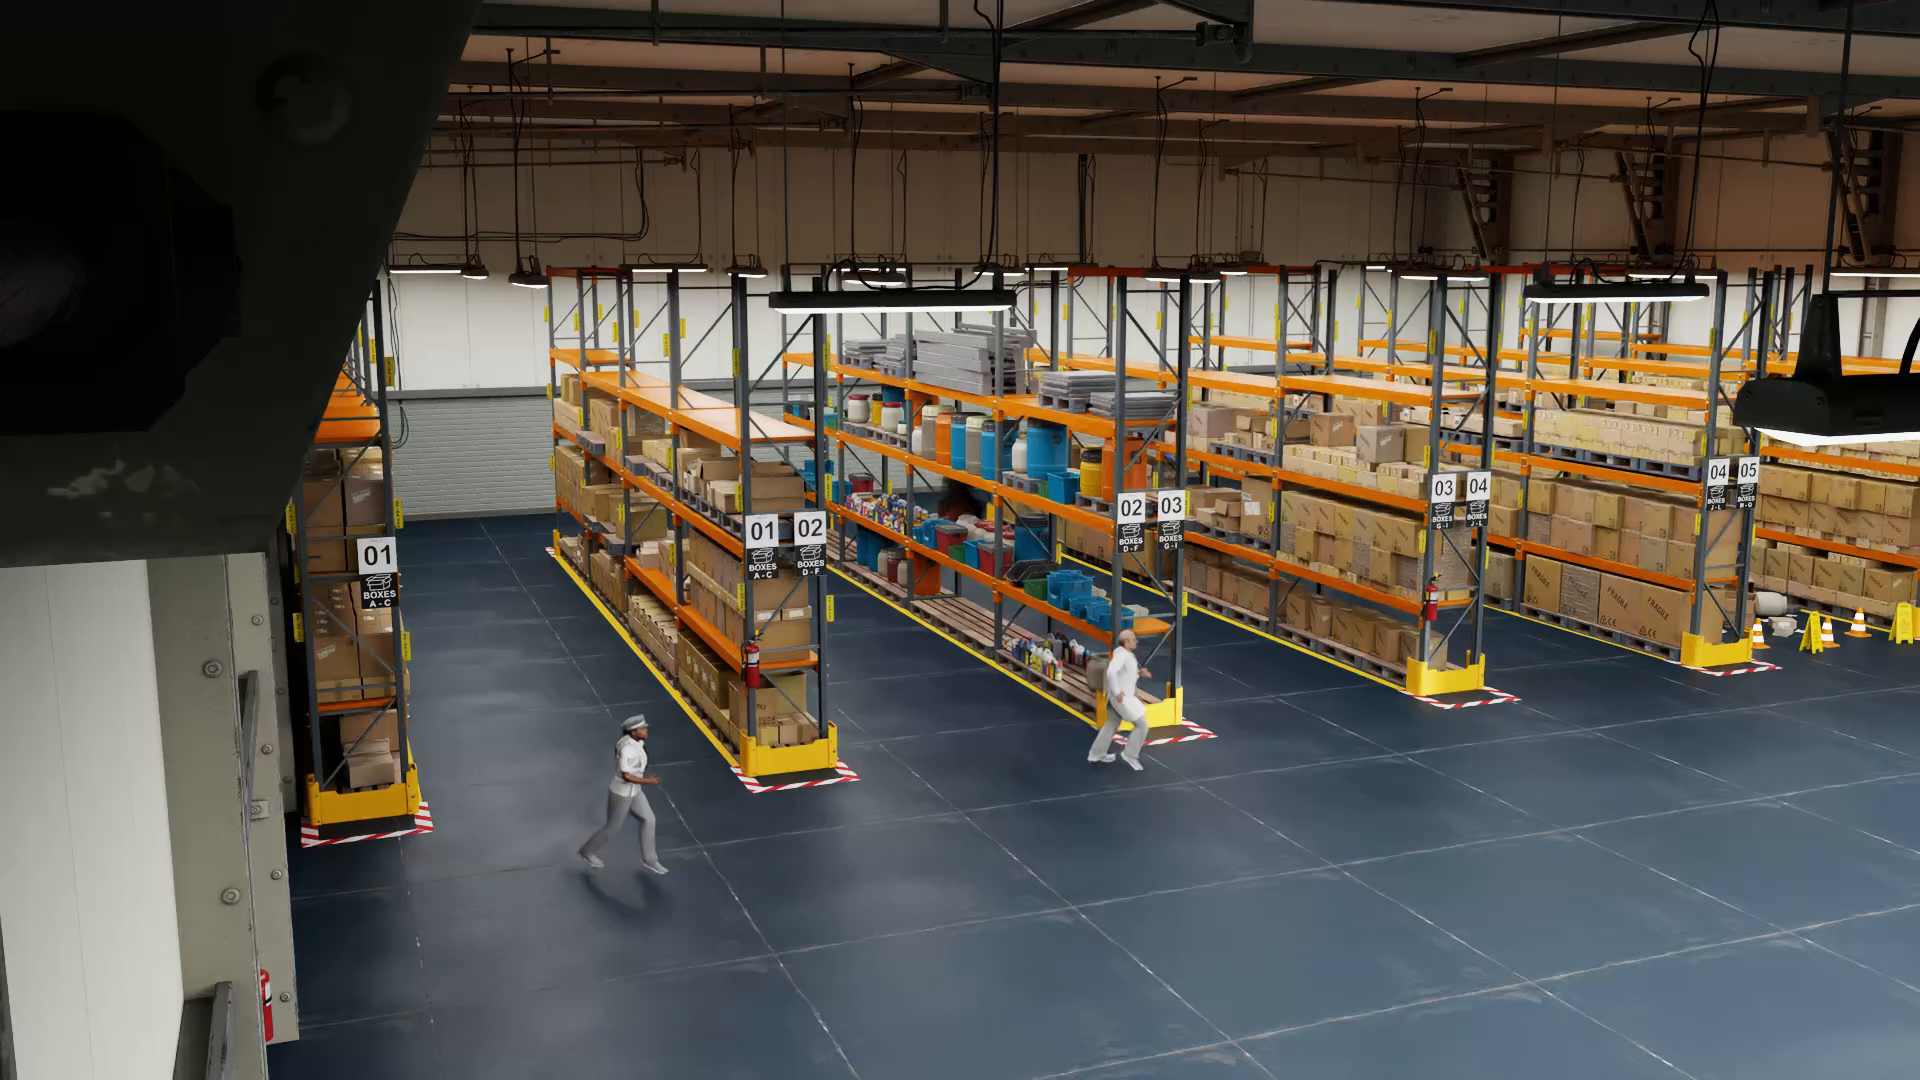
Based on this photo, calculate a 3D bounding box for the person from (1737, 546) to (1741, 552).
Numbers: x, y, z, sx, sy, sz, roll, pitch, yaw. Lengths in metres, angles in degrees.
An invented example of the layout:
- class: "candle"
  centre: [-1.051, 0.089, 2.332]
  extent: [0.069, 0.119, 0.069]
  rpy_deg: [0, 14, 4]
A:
- class: "person"
  centre: [15.490, -0.238, 33.523]
  extent: [0.735, 1.567, 0.884]
  rpy_deg: [-8, 13, -38]

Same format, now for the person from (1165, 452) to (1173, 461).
- class: "person"
  centre: [5.027, -1.562, 40.994]
  extent: [0.872, 1.665, 0.597]
  rpy_deg: [-9, 13, -41]

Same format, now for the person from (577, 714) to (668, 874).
- class: "person"
  centre: [-3.459, 2.602, 16.989]
  extent: [0.912, 1.711, 0.595]
  rpy_deg: [1, 10, 3]

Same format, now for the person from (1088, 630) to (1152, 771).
- class: "person"
  centre: [1.957, 1.987, 20.226]
  extent: [0.755, 1.824, 0.814]
  rpy_deg: [0, 10, -1]
